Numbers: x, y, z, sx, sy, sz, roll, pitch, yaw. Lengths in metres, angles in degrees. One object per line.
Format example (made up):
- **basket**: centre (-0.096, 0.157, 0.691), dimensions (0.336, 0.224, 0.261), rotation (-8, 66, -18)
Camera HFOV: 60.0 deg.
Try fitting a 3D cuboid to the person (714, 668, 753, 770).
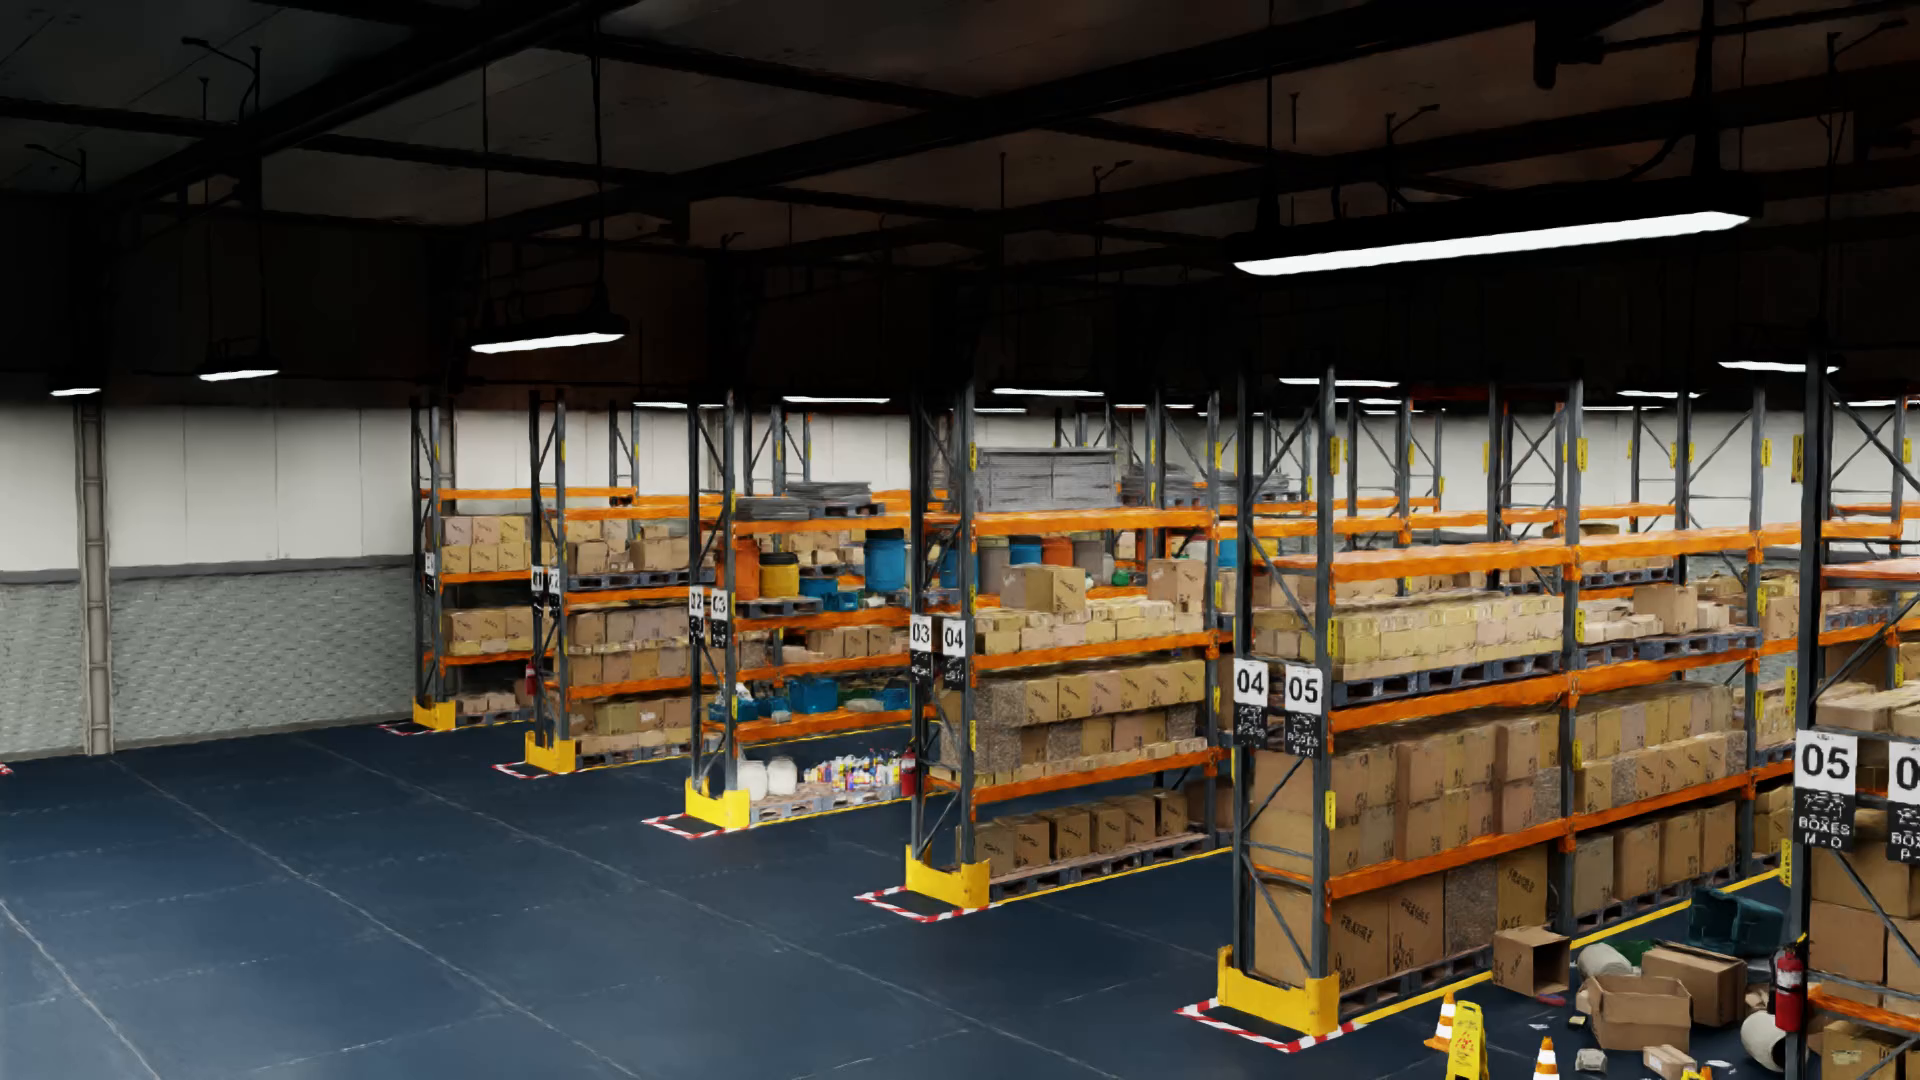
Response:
- **person**: centre (-3.548, 2.800, 26.306), dimensions (0.642, 1.612, 0.787), rotation (2, 4, 31)
